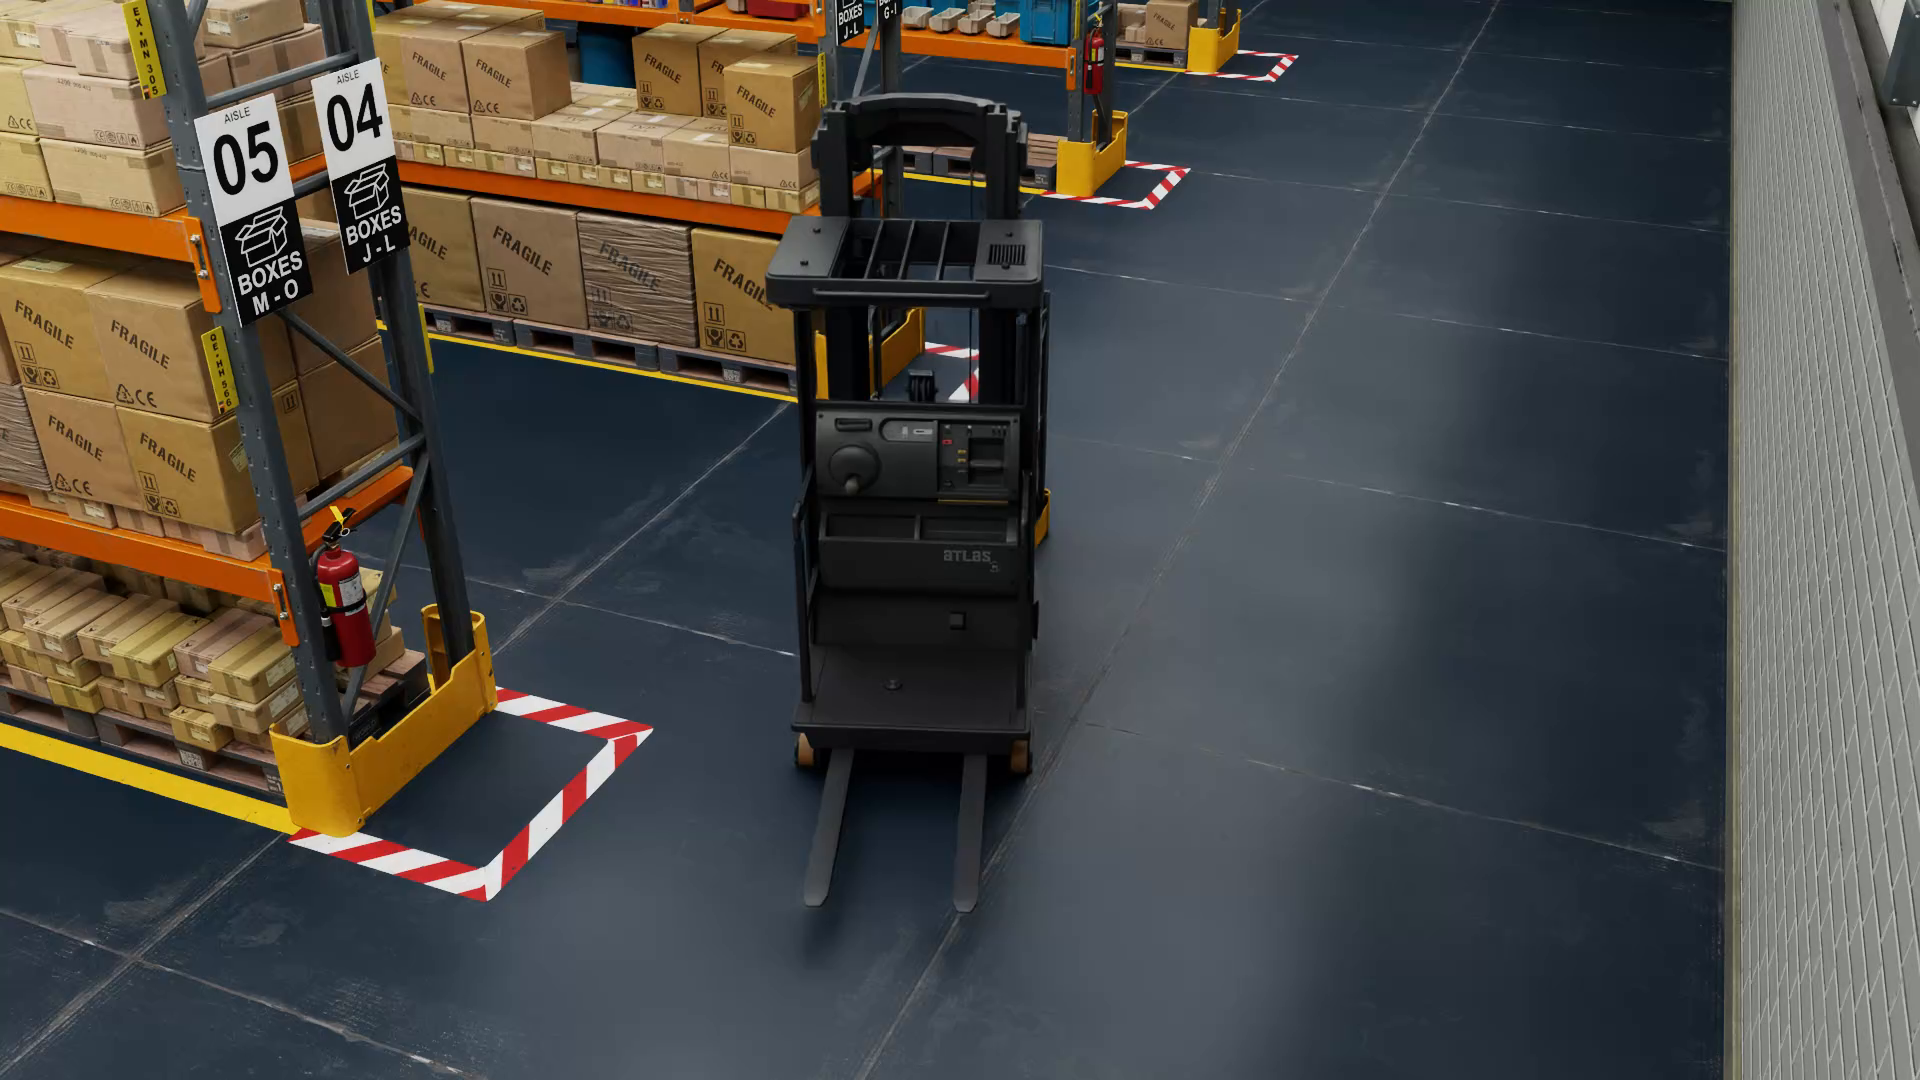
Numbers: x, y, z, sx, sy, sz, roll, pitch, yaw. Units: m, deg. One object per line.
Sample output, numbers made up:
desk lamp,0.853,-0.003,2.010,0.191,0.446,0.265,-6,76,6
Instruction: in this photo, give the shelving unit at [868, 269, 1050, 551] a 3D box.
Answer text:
shelving unit,-0.073,-0.682,9.432,1.083,1.500,0.587,10,31,17

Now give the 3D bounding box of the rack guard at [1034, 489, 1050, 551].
rack guard,0.395,-0.054,9.592,0.087,0.250,0.587,10,31,17

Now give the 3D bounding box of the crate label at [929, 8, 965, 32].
crate label,-0.128,-4.836,15.464,0.243,0.136,0.396,11,31,19

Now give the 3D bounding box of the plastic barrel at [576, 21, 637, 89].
plastic barrel,-3.634,-5.004,17.261,0.708,0.901,0.600,11,31,19

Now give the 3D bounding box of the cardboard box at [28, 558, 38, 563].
cardboard box,-4.700,0.122,8.654,0.250,0.149,0.380,10,31,17

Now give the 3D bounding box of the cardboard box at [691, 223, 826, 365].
cardboard box,-1.259,-1.837,11.684,0.875,0.875,0.875,11,31,19

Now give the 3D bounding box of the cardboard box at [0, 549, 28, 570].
cardboard box,-4.835,0.200,8.213,0.250,0.149,0.380,10,31,17

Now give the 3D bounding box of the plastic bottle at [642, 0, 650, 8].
plastic bottle,-3.085,-5.344,16.357,0.097,0.201,0.097,0,29,0

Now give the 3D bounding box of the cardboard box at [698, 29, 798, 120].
cardboard box,-1.443,-3.192,11.437,0.500,0.500,0.500,11,31,18

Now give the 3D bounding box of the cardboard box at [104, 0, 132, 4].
cardboard box,-3.263,-2.189,6.765,0.250,0.149,0.380,11,31,19

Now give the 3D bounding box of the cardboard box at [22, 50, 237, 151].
cardboard box,-3.117,-1.682,6.273,0.500,0.250,0.500,10,31,18

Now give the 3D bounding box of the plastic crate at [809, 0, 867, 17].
plastic crate,-1.135,-5.104,15.790,0.530,0.282,0.437,11,31,19

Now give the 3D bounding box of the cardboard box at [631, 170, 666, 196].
cardboard box,-2.037,-2.492,11.366,0.250,0.149,0.380,11,31,18

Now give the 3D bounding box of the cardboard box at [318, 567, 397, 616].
cardboard box,-2.952,0.293,8.049,0.250,0.149,0.380,10,31,17

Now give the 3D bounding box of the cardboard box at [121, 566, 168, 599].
cardboard box,-3.953,0.128,8.341,0.250,0.149,0.380,13,32,21

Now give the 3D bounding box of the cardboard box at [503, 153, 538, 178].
cardboard box,-2.992,-2.682,11.702,0.250,0.149,0.380,12,32,20

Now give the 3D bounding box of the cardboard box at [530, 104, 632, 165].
cardboard box,-2.611,-2.813,11.528,0.500,0.250,0.500,11,31,19

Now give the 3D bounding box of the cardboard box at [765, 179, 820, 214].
cardboard box,-1.090,-2.304,11.032,0.250,0.149,0.380,12,32,20

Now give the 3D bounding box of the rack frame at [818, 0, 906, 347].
rack frame,-0.636,-2.497,11.120,0.127,3.000,1.000,11,31,19

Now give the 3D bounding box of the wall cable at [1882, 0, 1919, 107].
wall cable,3.308,-3.892,4.221,0.120,5.999,2.277,11,31,19

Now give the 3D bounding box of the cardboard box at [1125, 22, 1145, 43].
cardboard box,2.154,-6.076,19.883,0.250,0.166,0.380,11,31,19

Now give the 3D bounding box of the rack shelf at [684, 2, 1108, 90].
rack shelf,-0.627,-4.812,15.947,4.000,0.370,1.077,11,31,19

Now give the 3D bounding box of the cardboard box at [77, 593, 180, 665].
cardboard box,-3.896,0.423,7.819,0.250,0.149,0.380,10,31,17

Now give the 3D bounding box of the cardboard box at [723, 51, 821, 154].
cardboard box,-1.186,-2.858,10.846,0.500,0.500,0.500,12,32,20

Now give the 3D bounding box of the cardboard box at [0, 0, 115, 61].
cardboard box,-3.443,-1.951,6.344,0.250,0.149,0.380,10,31,18

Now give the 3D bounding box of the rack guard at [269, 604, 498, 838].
rack guard,-2.665,0.820,7.792,0.348,0.500,1.175,11,31,19

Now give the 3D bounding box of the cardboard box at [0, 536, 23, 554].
cardboard box,-4.892,-0.084,8.717,0.250,0.149,0.380,10,31,17

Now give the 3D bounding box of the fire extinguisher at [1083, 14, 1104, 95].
fire extinguisher,1.195,-4.324,14.810,0.183,0.674,0.296,11,31,19

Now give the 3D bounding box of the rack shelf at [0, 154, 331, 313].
rack shelf,-4.448,-1.617,7.245,4.000,0.370,1.077,11,31,19

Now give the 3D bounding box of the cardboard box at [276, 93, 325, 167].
cardboard box,-2.915,-1.695,6.804,0.500,0.250,0.500,12,32,21

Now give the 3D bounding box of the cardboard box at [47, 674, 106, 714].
cardboard box,-4.143,0.654,8.015,0.250,0.149,0.380,10,31,17

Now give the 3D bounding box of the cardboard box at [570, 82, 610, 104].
cardboard box,-2.881,-3.150,12.125,0.500,0.250,0.500,12,32,20

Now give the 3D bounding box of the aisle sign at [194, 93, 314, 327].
aisle sign,-2.640,-1.236,6.246,0.004,0.787,0.394,11,31,19

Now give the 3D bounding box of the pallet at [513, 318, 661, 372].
pallet,-2.533,-1.622,12.405,1.213,0.211,1.003,11,31,19

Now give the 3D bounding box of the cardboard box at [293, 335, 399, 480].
cardboard box,-2.907,-0.636,7.424,0.500,0.500,0.500,13,32,21

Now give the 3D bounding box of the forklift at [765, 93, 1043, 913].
forklift,-0.202,-0.343,7.379,1.130,2.935,3.031,2,30,3

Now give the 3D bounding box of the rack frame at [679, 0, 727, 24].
rack frame,-2.481,-5.496,16.424,0.127,3.000,1.000,11,31,19

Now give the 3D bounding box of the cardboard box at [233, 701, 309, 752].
cardboard box,-3.161,0.802,7.754,0.250,0.149,0.380,12,32,20

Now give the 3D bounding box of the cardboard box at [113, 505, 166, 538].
cardboard box,-3.457,-0.179,7.274,0.250,0.149,0.380,11,31,19

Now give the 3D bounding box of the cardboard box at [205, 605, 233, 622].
cardboard box,-3.476,0.379,8.199,0.250,0.149,0.380,12,32,20

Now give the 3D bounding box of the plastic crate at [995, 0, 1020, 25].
plastic crate,0.511,-5.026,15.703,0.300,0.233,0.416,11,31,19

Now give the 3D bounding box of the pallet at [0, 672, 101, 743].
pallet,-4.531,0.553,8.558,1.213,0.211,1.003,11,31,19

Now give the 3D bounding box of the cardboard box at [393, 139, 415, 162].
cardboard box,-3.950,-2.873,12.040,0.250,0.149,0.380,10,31,17

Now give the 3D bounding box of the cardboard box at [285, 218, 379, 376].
cardboard box,-2.911,-1.067,7.169,0.500,0.500,0.500,11,31,19

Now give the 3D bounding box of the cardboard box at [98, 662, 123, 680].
cardboard box,-3.884,0.515,7.959,0.250,0.149,0.380,11,31,19

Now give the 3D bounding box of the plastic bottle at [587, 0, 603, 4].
plastic bottle,-3.627,-5.529,16.534,0.185,0.351,0.144,11,31,19

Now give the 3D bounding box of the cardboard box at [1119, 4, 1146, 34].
cardboard box,2.231,-6.330,20.249,0.500,0.250,0.500,11,31,19

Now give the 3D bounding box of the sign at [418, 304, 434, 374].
sign,-2.391,-0.879,7.376,0.005,0.325,0.100,11,31,19
